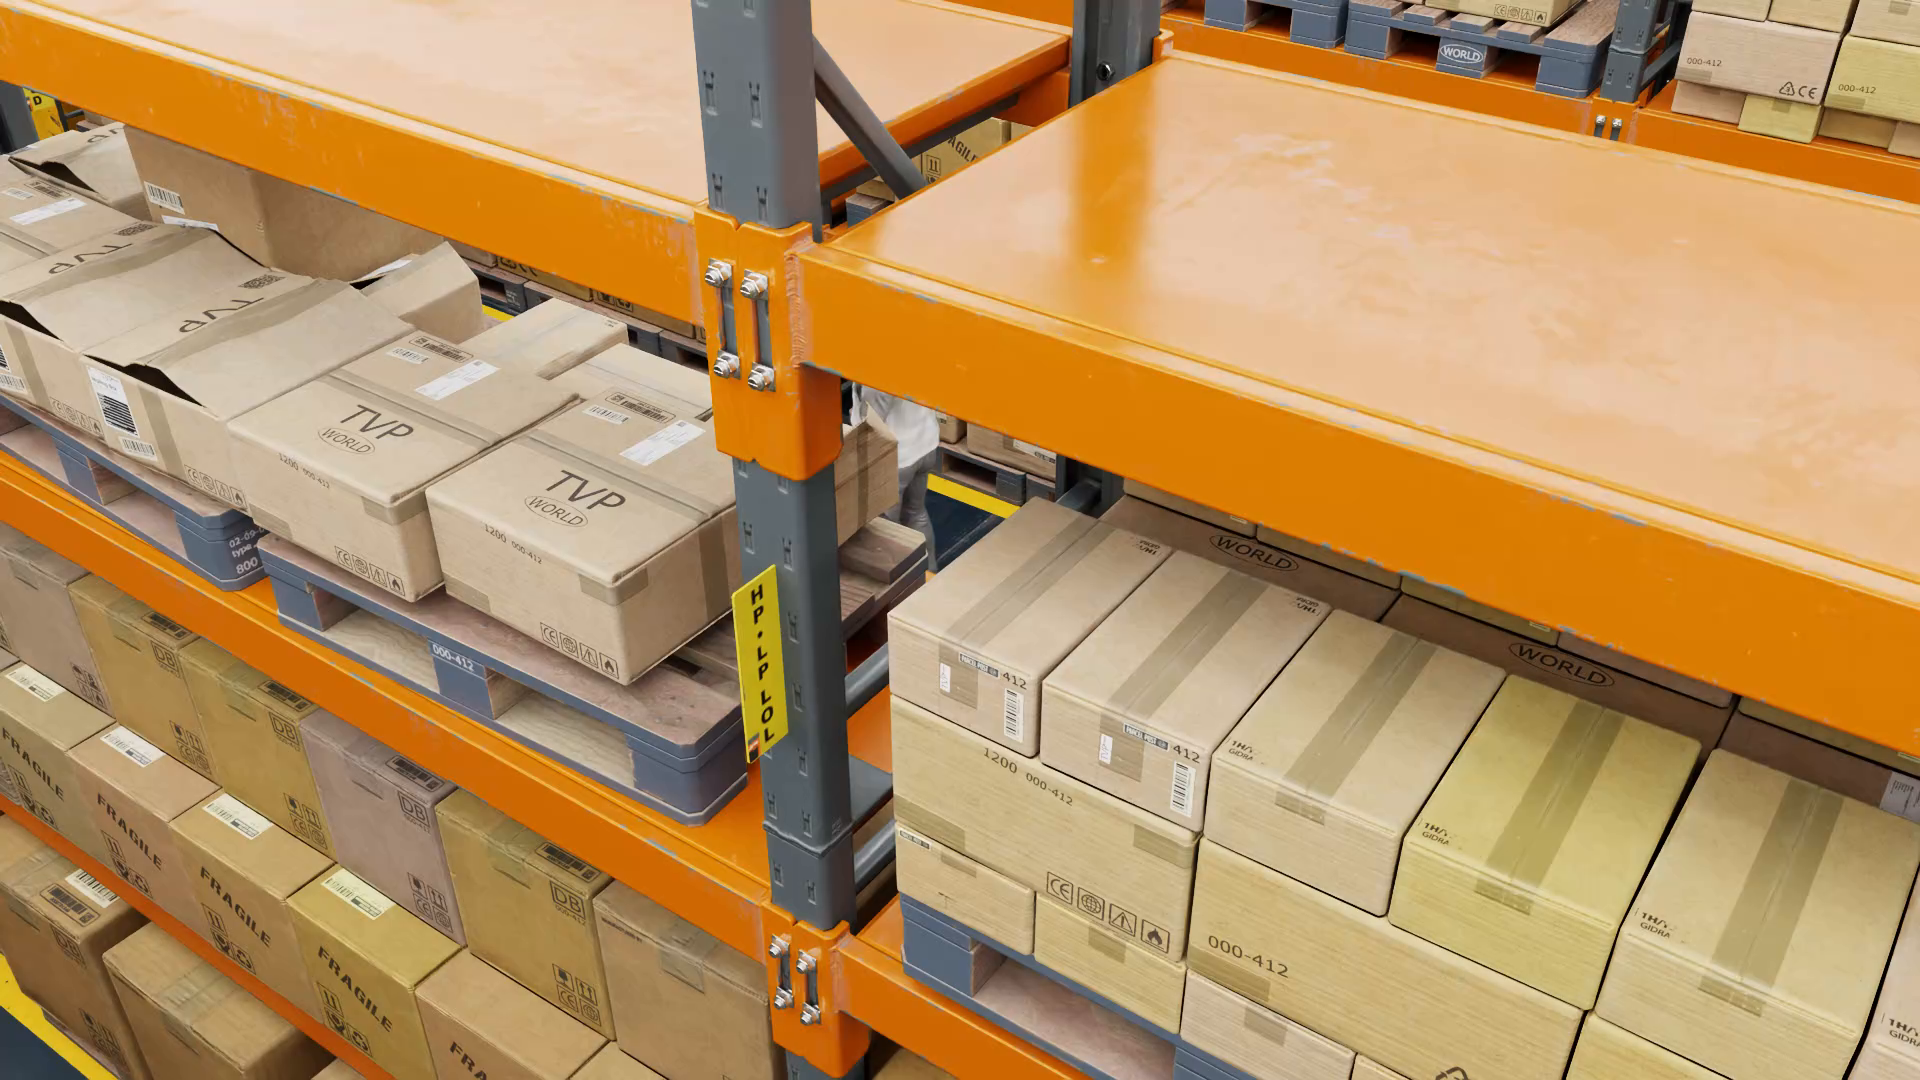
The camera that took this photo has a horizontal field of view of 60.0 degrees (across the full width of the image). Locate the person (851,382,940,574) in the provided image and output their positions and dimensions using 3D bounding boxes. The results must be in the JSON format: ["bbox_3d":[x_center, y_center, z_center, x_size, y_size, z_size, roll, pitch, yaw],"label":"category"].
[{"bbox_3d":[-0.314,-0.412,7.924,0.359,1.789,0.532,22,40,29],"label":"person"}]
